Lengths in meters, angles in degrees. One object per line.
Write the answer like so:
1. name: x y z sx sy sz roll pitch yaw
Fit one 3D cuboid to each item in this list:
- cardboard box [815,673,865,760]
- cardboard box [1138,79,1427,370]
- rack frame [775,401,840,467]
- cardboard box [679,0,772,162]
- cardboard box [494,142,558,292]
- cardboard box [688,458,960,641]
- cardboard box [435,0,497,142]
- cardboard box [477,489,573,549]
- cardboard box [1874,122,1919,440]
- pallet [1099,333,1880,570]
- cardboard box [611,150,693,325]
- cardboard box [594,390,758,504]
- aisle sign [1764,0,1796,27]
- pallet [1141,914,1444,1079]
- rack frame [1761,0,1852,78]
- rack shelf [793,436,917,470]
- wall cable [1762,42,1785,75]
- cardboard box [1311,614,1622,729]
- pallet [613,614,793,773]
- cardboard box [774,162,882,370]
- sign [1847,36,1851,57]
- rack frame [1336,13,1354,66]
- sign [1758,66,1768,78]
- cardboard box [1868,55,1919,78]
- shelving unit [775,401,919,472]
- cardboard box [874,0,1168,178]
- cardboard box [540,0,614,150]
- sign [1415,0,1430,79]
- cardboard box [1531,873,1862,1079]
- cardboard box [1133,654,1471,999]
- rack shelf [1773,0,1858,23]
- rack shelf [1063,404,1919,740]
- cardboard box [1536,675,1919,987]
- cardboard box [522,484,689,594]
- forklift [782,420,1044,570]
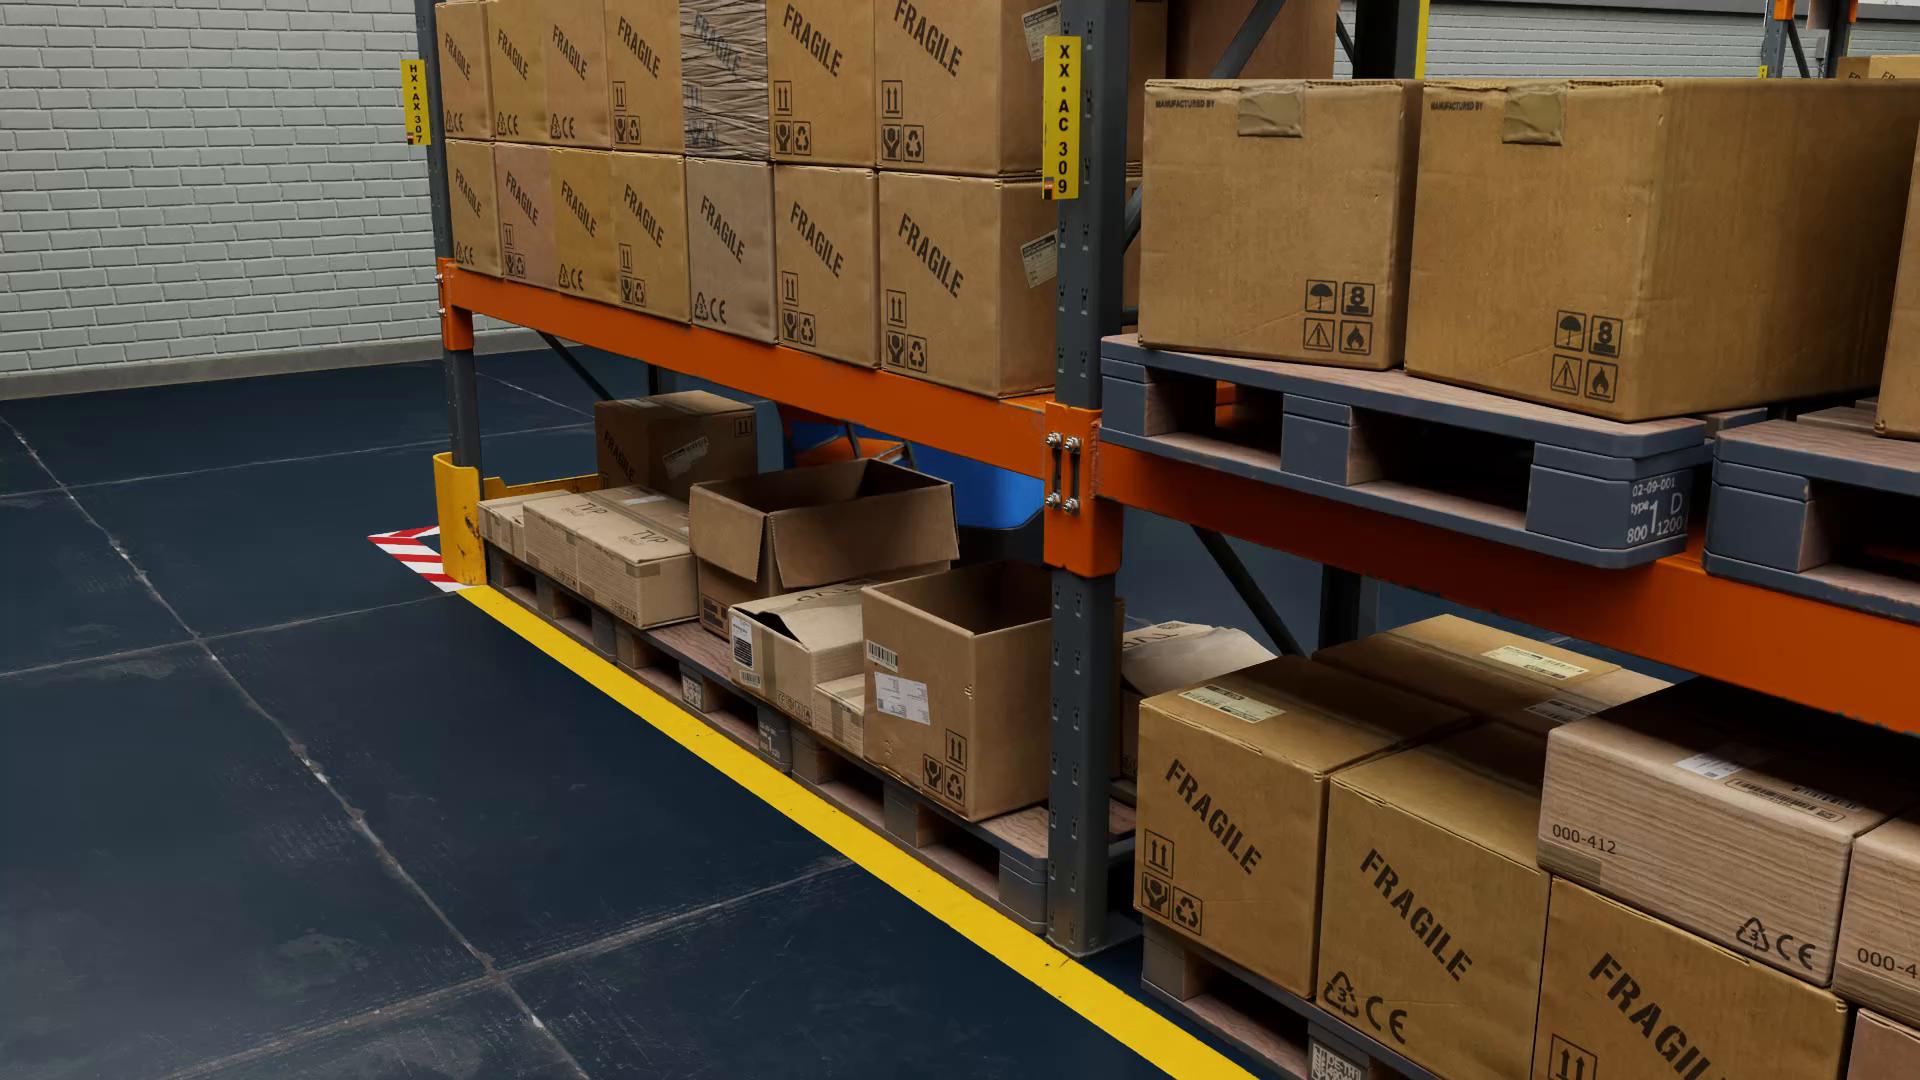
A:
1. cardboard box: -0.186 0.476 4.722 0.380 0.149 0.250 -11 19 -35
2. cardboard box: 0.745 -0.653 3.297 0.500 0.500 0.700 10 18 33
3. rack frame: -0.565 -0.375 6.620 0.240 1.200 0.015 -27 21 -30
4. cardboard box: -0.459 -1.353 4.756 0.500 0.500 0.500 -11 19 -34
5. cardboard box: -1.350 -1.196 6.074 0.500 0.500 0.500 -11 19 -35
6. cardboard box: -0.462 0.053 5.596 0.797 0.503 0.637 -11 19 -35
7. cardboard box: -1.657 -1.788 6.342 0.500 0.500 0.500 -10 18 -33
8. cardboard box: -1.737 -0.087 6.779 0.380 0.149 0.250 -11 19 -35
9. cardboard box: 1.736 -0.422 2.450 0.500 0.500 0.700 12 19 38
10. pallet: 1.029 -0.258 3.202 1.003 0.211 1.213 -11 19 -35
11. cardboard box: -0.764 -0.981 5.290 0.500 0.500 0.500 -11 19 -34
12. cardboard box: -1.186 -0.321 6.970 0.500 0.500 0.500 -11 19 -35
13. aisle sign: 6.025 -4.152 12.140 0.394 0.787 0.004 -11 19 -35
14. pallet: 1.156 0.974 3.617 1.003 0.211 1.213 -11 19 -35
15. rack frame: 6.310 -2.930 12.598 1.000 3.000 0.127 -11 19 -35
16. rack shelf: -0.406 -0.287 6.444 0.258 0.148 0.480 -27 21 -30
17. wall cable: 10.992 -6.173 22.465 0.585 1.953 0.123 -11 19 -35
18. cardboard box: 1.169 0.516 3.911 0.500 0.500 0.500 -11 19 -35
19. pallet: -0.477 0.399 5.719 1.003 0.211 1.213 -11 19 -35
20. cardboard box: -0.159 -0.764 4.494 0.500 0.500 0.500 -10 18 -33
21. sign: 6.757 -3.684 12.710 0.100 0.325 0.005 -11 19 -35
22. rack frame: 2.304 -2.161 9.789 1.000 3.000 0.127 -11 19 -35
23. sign: 5.858 -3.300 12.163 0.100 0.325 0.005 -11 19 -35
24. cardboard box: 6.668 -3.111 11.561 0.500 0.500 0.500 -11 19 -36
25. shelving unit: -0.424 -0.349 6.423 0.258 1.200 0.503 -27 21 -30
26. cardboard box: 0.140 -1.137 3.964 0.500 0.500 0.500 -11 19 -34
27. cardboard box: -1.054 -1.569 5.545 0.500 0.500 0.500 -11 19 -34
28. sign: 1.094 -1.184 4.026 0.100 0.325 0.005 -11 19 -35
29. cardboard box: 1.345 0.816 2.814 0.500 0.500 0.500 -11 19 -34
30. cardboard box: 0.734 0.596 3.618 0.500 0.500 0.500 -12 19 -37
31. rack shelf: 7.486 -3.602 10.736 1.077 0.370 4.000 -11 19 -35
32. rack shelf: 1.823 0.235 2.396 1.077 0.370 4.000 -11 19 -35
33. cardboard box: 1.322 0.448 2.739 0.500 0.250 0.500 -11 19 -34
34. cardboard box: -1.321 -0.012 6.312 0.500 0.250 0.500 -11 19 -35
35. forklift: 0.189 -1.571 7.763 1.130 2.935 3.031 5 16 17
